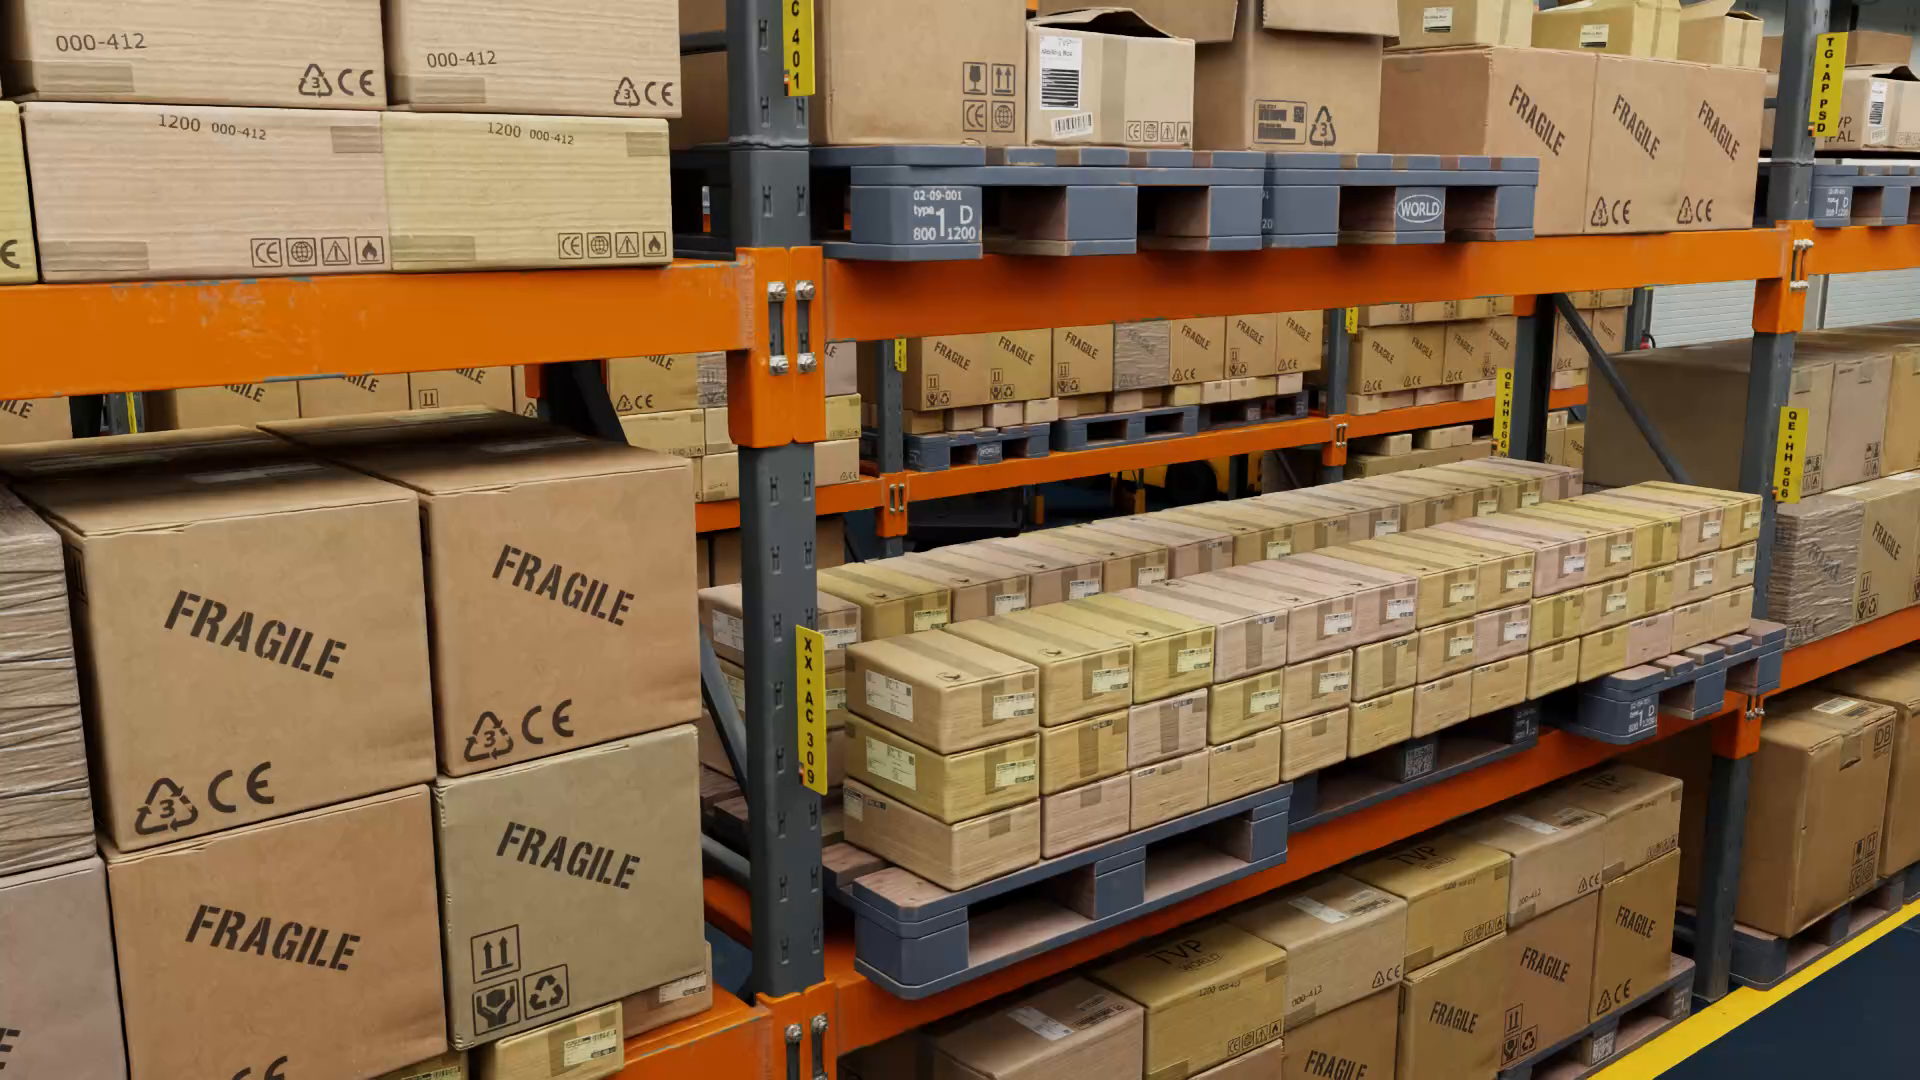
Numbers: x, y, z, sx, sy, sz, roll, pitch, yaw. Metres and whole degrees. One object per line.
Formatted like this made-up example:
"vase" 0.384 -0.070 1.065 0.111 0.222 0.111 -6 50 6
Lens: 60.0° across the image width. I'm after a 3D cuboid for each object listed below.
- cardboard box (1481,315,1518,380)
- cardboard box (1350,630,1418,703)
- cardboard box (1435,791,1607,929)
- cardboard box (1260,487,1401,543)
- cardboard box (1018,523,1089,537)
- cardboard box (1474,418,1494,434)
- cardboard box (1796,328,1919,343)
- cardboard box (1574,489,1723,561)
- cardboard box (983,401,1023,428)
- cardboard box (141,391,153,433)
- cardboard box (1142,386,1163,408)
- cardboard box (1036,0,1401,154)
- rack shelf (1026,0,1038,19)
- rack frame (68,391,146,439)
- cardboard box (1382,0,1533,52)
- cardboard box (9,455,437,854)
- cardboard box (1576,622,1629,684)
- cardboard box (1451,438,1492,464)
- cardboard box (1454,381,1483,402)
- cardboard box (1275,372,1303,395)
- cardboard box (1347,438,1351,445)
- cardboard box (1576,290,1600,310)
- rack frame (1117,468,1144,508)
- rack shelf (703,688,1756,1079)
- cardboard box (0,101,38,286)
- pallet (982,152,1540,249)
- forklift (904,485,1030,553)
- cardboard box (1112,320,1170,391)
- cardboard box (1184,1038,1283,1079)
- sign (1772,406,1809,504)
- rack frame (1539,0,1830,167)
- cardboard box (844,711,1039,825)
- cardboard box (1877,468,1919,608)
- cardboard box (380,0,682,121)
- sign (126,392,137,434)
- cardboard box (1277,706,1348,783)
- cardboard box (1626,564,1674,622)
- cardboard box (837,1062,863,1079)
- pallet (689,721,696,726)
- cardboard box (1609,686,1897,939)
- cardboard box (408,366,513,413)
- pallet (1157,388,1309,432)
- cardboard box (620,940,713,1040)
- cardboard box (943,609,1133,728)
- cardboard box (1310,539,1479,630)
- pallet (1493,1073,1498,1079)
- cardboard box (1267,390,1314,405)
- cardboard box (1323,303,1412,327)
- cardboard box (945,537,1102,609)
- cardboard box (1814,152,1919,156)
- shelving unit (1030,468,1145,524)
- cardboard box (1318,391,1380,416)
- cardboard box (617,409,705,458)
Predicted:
"cardboard box" 4.115 -1.566 13.323 0.500 0.500 0.500 -9 15 -37
"cardboard box" 0.979 0.294 4.402 0.250 0.149 0.380 -10 15 -39
"cardboard box" 1.728 0.999 5.403 0.500 0.250 0.500 -9 15 -37
"cardboard box" 1.184 -0.059 5.345 0.250 0.149 0.380 -9 15 -35
"cardboard box" 0.929 0.174 11.402 0.625 0.372 0.950 -9 15 -36
"cardboard box" 4.449 -0.951 13.629 0.250 0.149 0.380 -9 15 -35
"cardboard box" 4.035 -0.644 7.290 0.500 0.500 0.700 -10 15 -38
"cardboard box" 2.192 -0.053 5.319 0.250 0.149 0.380 -10 15 -38
"cardboard box" 0.169 -0.793 10.237 0.250 0.149 0.380 -11 16 -41
"cardboard box" -3.617 -0.757 7.825 0.500 0.500 0.500 -9 15 -36
"cardboard box" 1.133 -0.982 11.125 0.250 0.149 0.380 -10 16 -40
"cardboard box" 0.651 -1.233 4.233 0.637 0.503 0.797 -10 15 -38
"rack shelf" 0.876 -3.286 10.634 4.000 0.370 1.077 -9 15 -38
"rack frame" -3.809 -0.120 7.475 0.127 3.000 1.000 -9 15 -38
"cardboard box" 1.341 -1.476 4.551 0.258 0.266 0.396 -9 15 -38
"cardboard box" -1.236 0.159 2.796 0.500 0.500 0.500 -10 16 -39
"cardboard box" 1.795 0.303 5.072 0.250 0.149 0.380 -10 15 -38
"cardboard box" 3.884 -0.557 13.333 0.500 0.500 0.500 -8 15 -35
"cardboard box" 3.889 -1.189 13.111 0.250 0.149 0.380 -9 15 -37
"cardboard box" 2.209 -1.130 11.820 0.250 0.149 0.380 -9 15 -37
"cardboard box" 3.128 -0.572 13.406 0.500 0.500 0.500 -9 15 -37
"cardboard box" 4.899 -2.195 13.880 0.500 0.500 0.700 -9 15 -37
"rack frame" 1.572 -1.007 15.259 0.032 1.500 0.500 -4 13 -19
"rack shelf" 0.924 0.762 5.052 4.000 0.370 1.077 -9 15 -38
"cardboard box" -1.646 -0.488 2.346 0.500 0.250 0.500 -10 15 -38
"pallet" 0.719 -0.904 4.395 1.003 0.211 1.213 -9 15 -38
"forklift" -0.041 -1.291 13.152 1.130 2.935 3.031 1 12 4
"cardboard box" 1.019 -1.263 10.885 0.500 0.500 0.500 -10 16 -40
"cardboard box" 0.517 1.565 4.545 0.500 0.500 0.500 -9 15 -35
"sign" 2.832 -0.291 5.679 0.005 0.325 0.100 -9 15 -38
"rack frame" 2.486 -2.784 5.576 0.127 3.000 1.000 -9 15 -38
"cardboard box" -0.043 0.465 3.596 0.250 0.149 0.380 -9 15 -37
"cardboard box" 3.794 -0.045 6.878 0.500 0.500 0.500 -9 15 -38
"cardboard box" -0.839 -0.868 2.931 0.500 0.250 0.500 -10 16 -40
"sign" -3.461 -0.493 6.953 0.005 0.325 0.100 -9 15 -38
"cardboard box" 0.763 0.476 4.259 0.250 0.149 0.380 -10 16 -40
"cardboard box" 1.973 0.130 5.174 0.250 0.149 0.380 -9 15 -36
"cardboard box" -0.217 1.550 4.616 0.500 0.500 0.500 -10 15 -39
"pallet" -1.348 0.815 9.784 1.213 0.211 1.003 -9 15 -38
"cardboard box" 3.017 0.981 6.693 0.750 0.750 1.050 -10 15 -38
"cardboard box" -2.513 -0.804 8.046 0.500 0.500 0.500 -10 16 -39
"pallet" 1.750 -0.989 12.027 1.213 0.211 1.003 -9 15 -38
"cardboard box" -0.715 0.867 3.428 0.250 0.149 0.380 -10 15 -38
"cardboard box" 0.171 0.282 3.740 0.250 0.149 0.380 -9 15 -36
"cardboard box" 1.175 0.116 4.524 0.250 0.149 0.380 -9 15 -36
"pallet" 0.923 1.773 5.271 1.213 0.211 1.003 -9 15 -38
"cardboard box" 2.498 -1.127 12.819 0.250 0.149 0.380 -10 15 -38
"cardboard box" 2.917 -1.864 12.321 0.500 0.500 0.700 -10 15 -38
"cardboard box" 0.171 0.110 4.552 0.250 0.149 0.380 -9 15 -38
"cardboard box" 3.580 -1.621 6.430 0.500 0.250 0.500 -9 15 -36
"shelving unit" 1.084 -0.971 15.089 1.083 1.500 0.587 -4 13 -19
"cardboard box" 2.884 -1.025 12.337 0.250 0.149 0.380 -10 15 -38
"cardboard box" -1.690 -0.570 8.748 0.500 0.250 0.500 -10 16 -39
